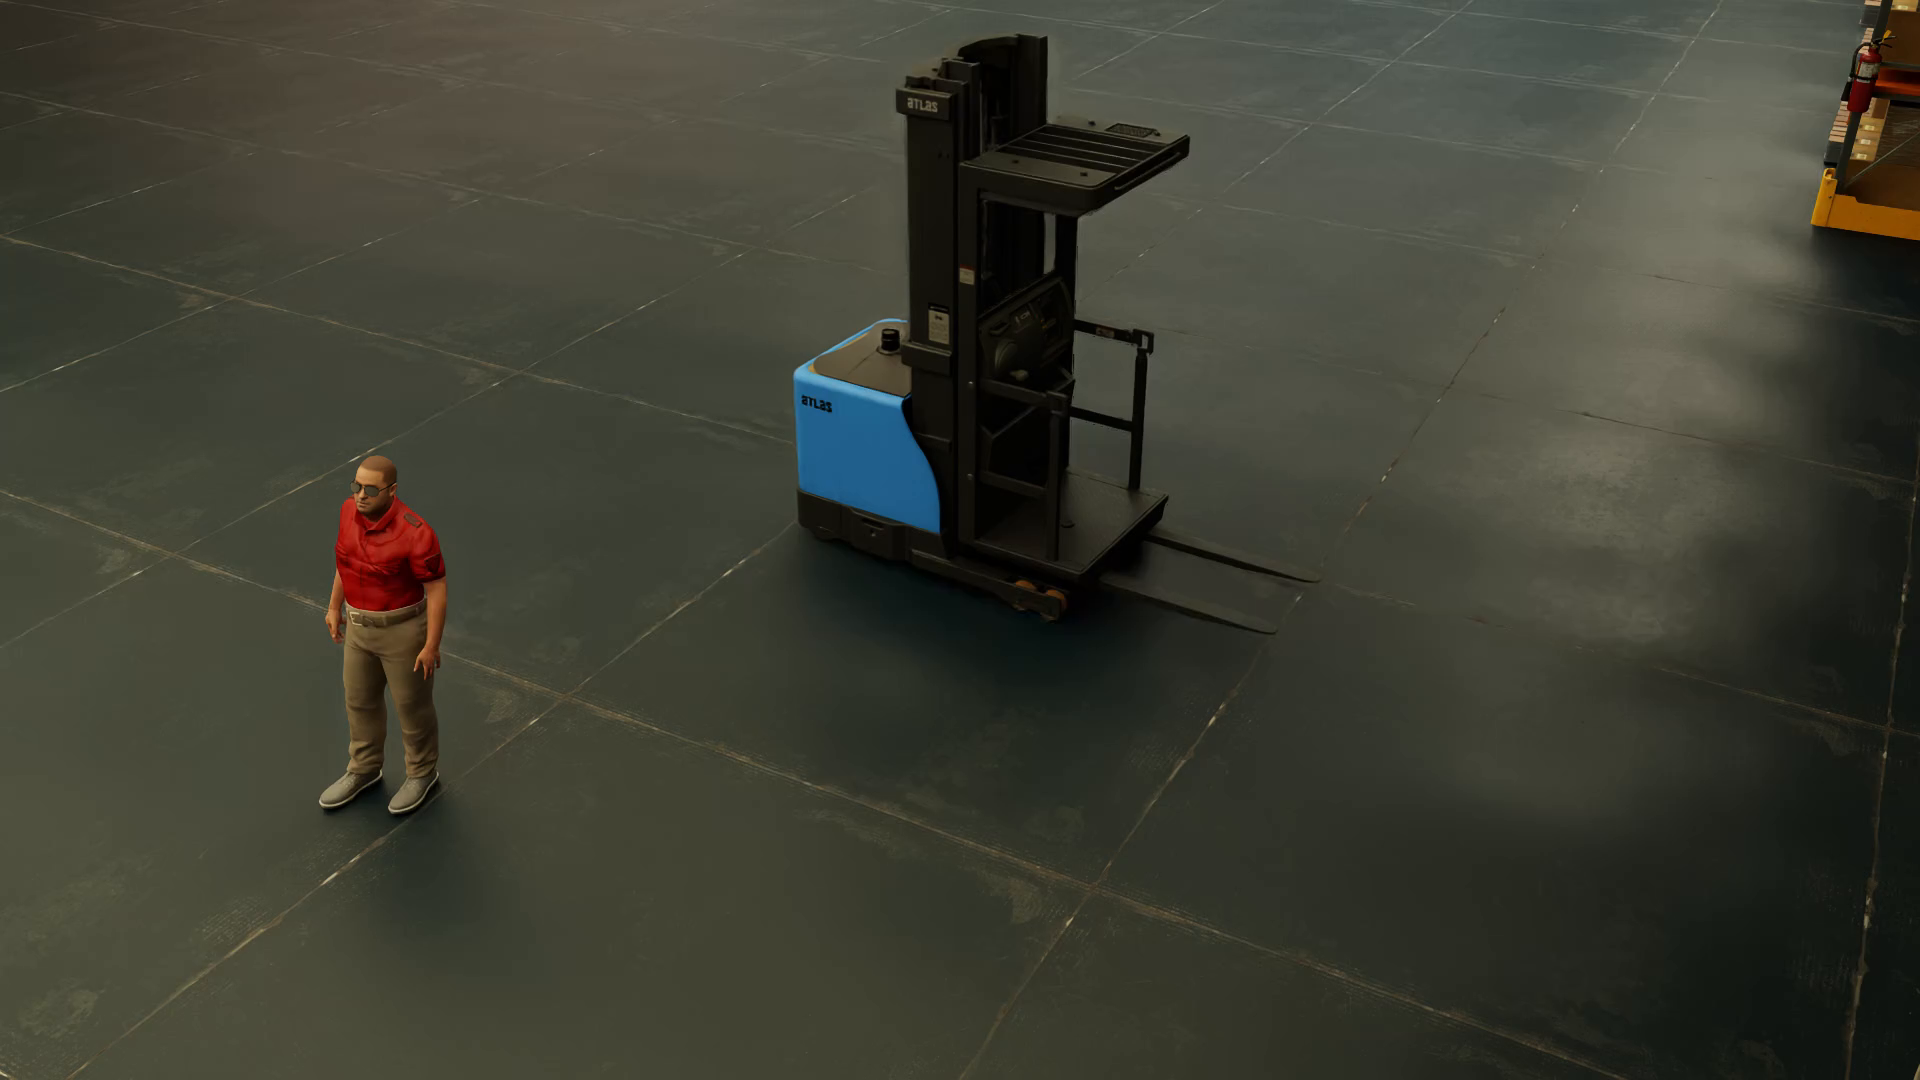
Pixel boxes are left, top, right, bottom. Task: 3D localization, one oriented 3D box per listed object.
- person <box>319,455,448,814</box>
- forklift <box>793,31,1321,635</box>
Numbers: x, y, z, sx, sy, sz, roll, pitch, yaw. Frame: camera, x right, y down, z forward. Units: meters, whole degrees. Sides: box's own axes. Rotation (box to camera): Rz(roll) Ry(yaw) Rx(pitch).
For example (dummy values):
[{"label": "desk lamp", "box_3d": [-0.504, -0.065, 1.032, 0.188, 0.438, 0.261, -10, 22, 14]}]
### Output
[{"label": "person", "box_3d": [-2.631, 0.452, 7.476, 0.640, 1.727, 0.551, 14, 33, 22]}, {"label": "forklift", "box_3d": [0.540, -1.128, 9.026, 3.031, 2.935, 1.130, 17, 34, 27]}]
